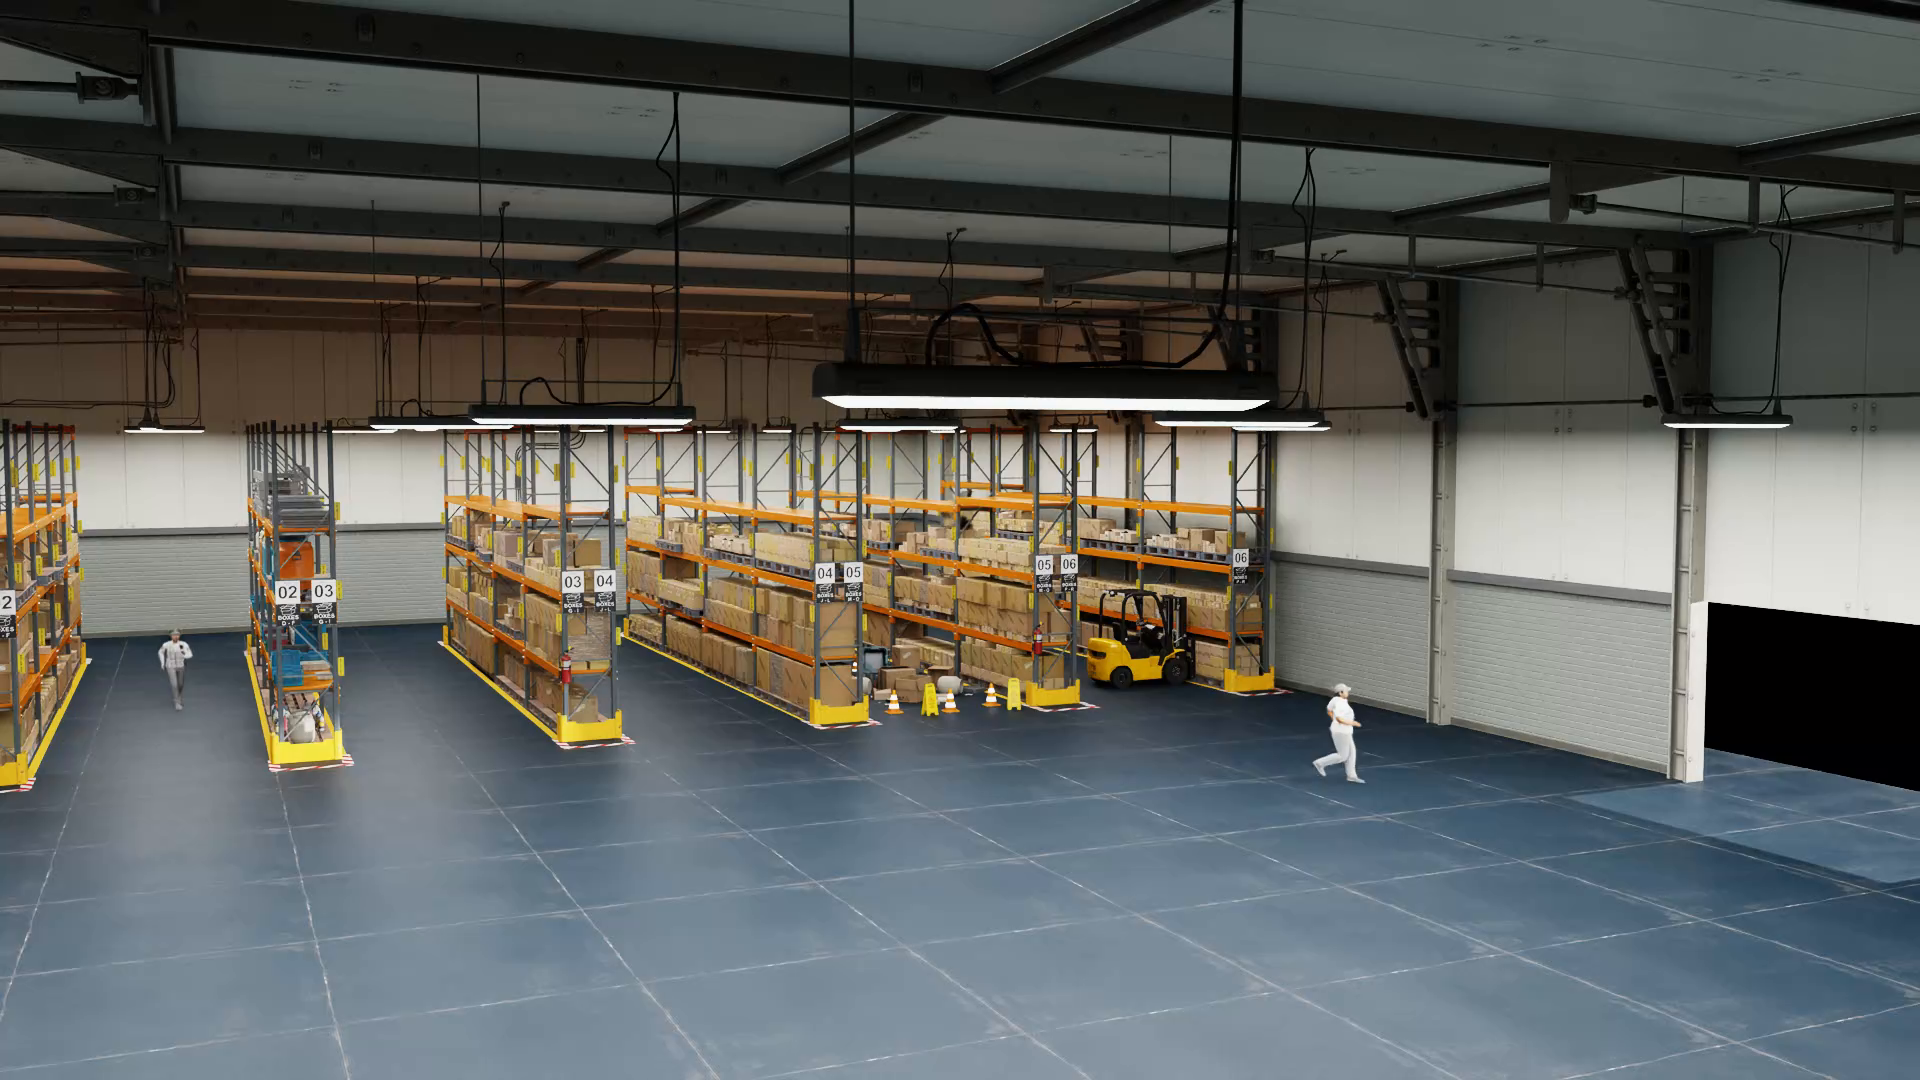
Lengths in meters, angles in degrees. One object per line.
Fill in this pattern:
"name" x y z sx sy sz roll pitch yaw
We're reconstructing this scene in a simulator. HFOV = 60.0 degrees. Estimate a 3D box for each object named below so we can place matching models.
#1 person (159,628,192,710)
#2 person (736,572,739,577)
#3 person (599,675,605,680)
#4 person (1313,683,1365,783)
"person" -16.436 2.677 34.866 0.612 1.677 0.919 -2 4 -32
"person" -6.682 1.752 50.394 0.634 1.654 0.652 -1 4 -21
"person" -8.504 2.496 39.204 0.538 1.549 0.608 -2 4 -29
"person" 6.257 3.189 27.413 0.849 1.658 0.607 1 4 9
